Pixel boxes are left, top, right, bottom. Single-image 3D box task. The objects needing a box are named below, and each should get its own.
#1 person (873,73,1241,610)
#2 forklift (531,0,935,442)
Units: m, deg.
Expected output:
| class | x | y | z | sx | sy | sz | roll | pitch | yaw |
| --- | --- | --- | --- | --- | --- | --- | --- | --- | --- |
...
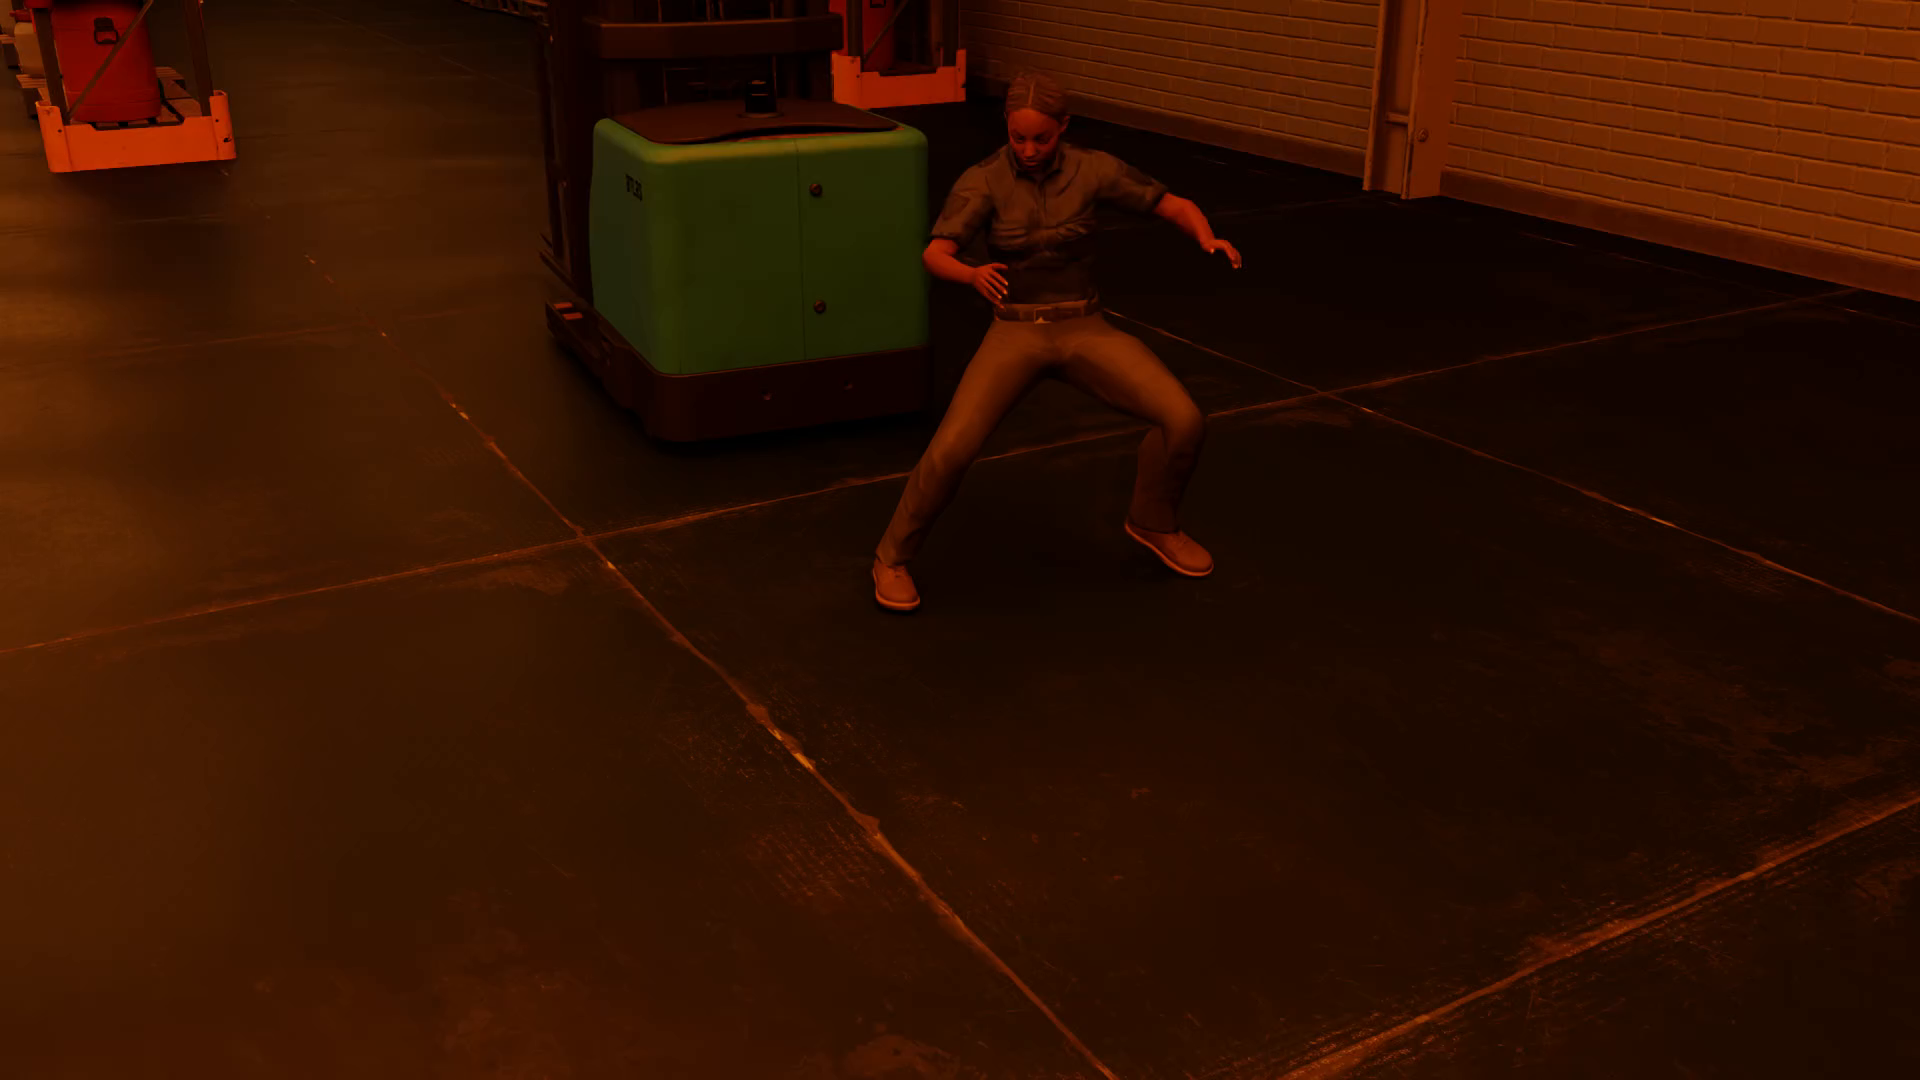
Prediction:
| class | x | y | z | sx | sy | sz | roll | pitch | yaw |
| --- | --- | --- | --- | --- | --- | --- | --- | --- | --- |
| person | 0.243 | -0.530 | 4.556 | 0.994 | 1.420 | 0.682 | 0 | 22 | 1 |
| forklift | -1.160 | -2.220 | 6.684 | 1.130 | 2.935 | 3.031 | -10 | 24 | -22 |
